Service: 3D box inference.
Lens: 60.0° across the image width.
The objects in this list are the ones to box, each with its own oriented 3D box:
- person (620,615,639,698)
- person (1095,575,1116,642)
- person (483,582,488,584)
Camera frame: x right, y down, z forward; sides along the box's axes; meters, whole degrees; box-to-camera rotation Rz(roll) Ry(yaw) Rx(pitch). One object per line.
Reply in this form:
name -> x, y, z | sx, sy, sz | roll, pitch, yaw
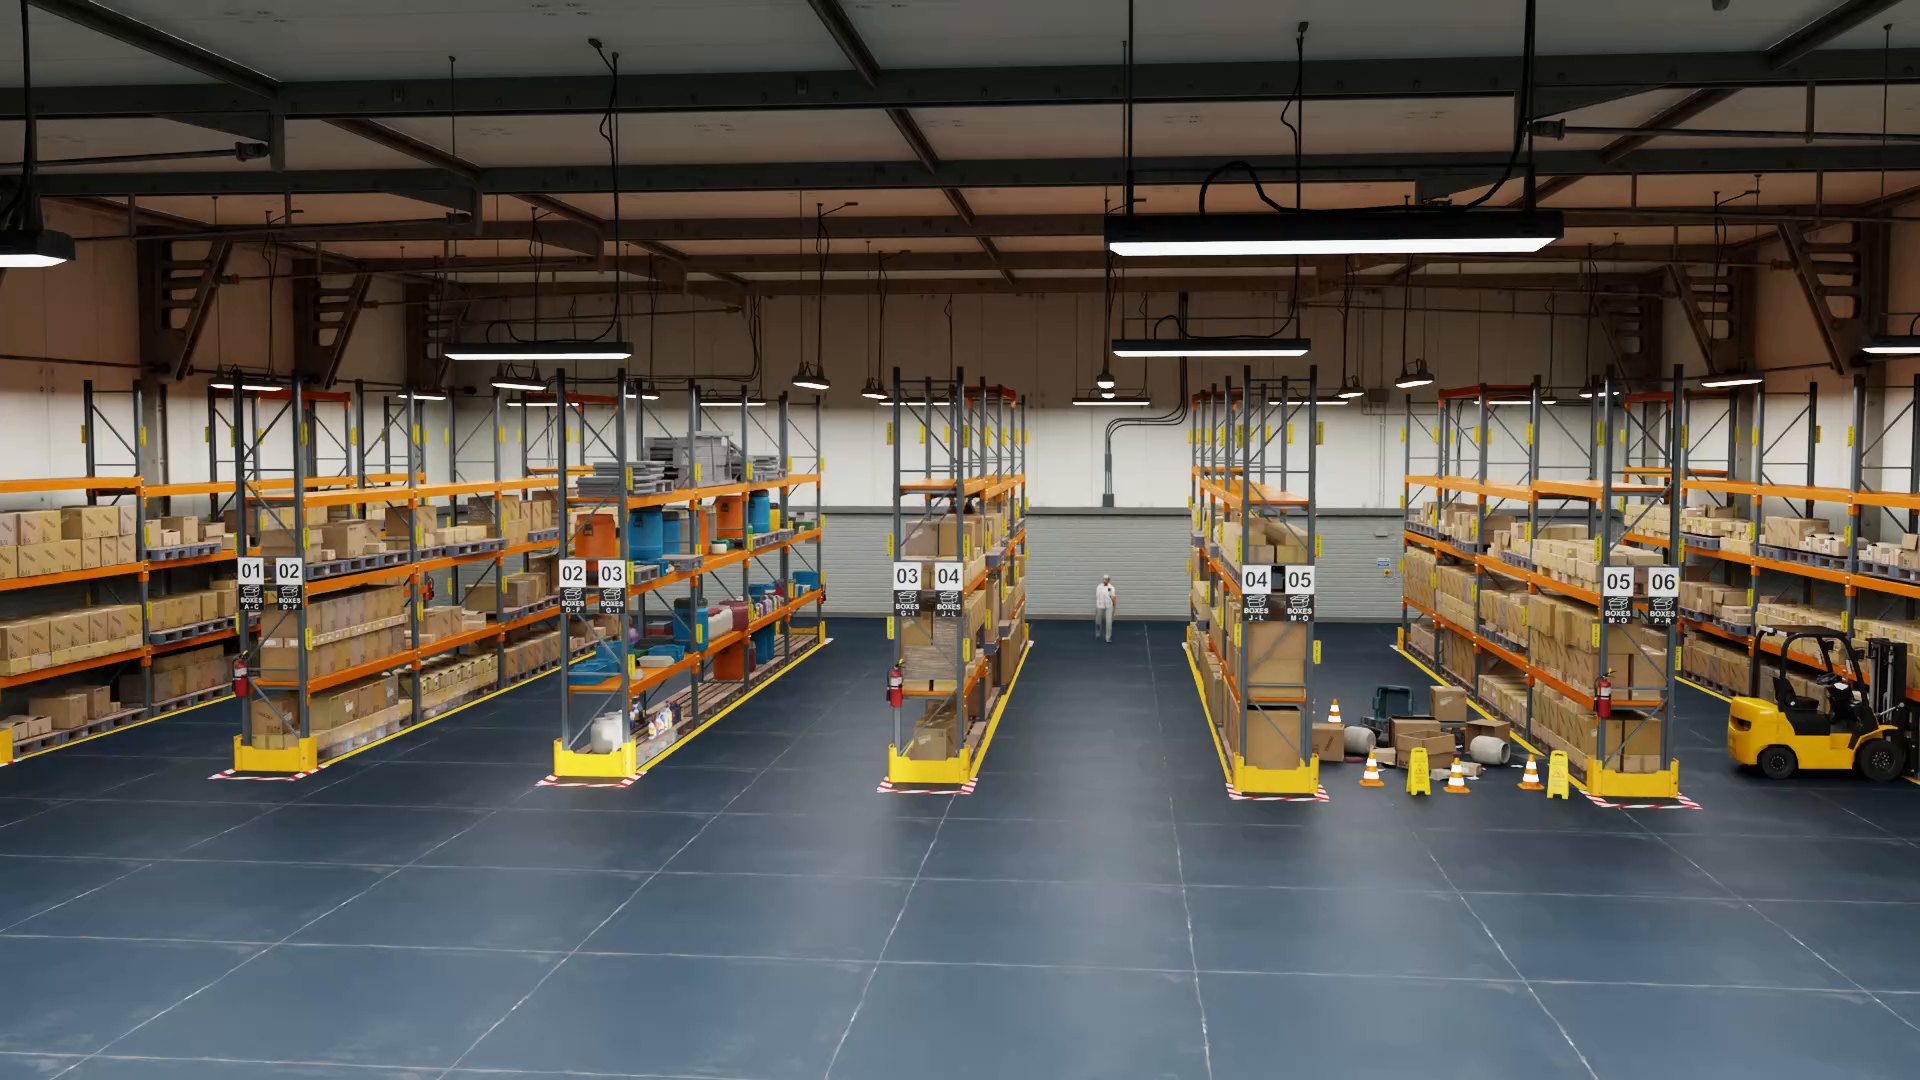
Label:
person -> -6.347, 2.228, 31.966 | 0.460, 1.588, 0.548 | -3, 5, -42
person -> 3.554, 1.652, 40.608 | 0.502, 1.632, 0.665 | 0, 4, 4
person -> -10.829, 1.857, 37.988 | 0.748, 1.634, 0.995 | 0, 4, 7
